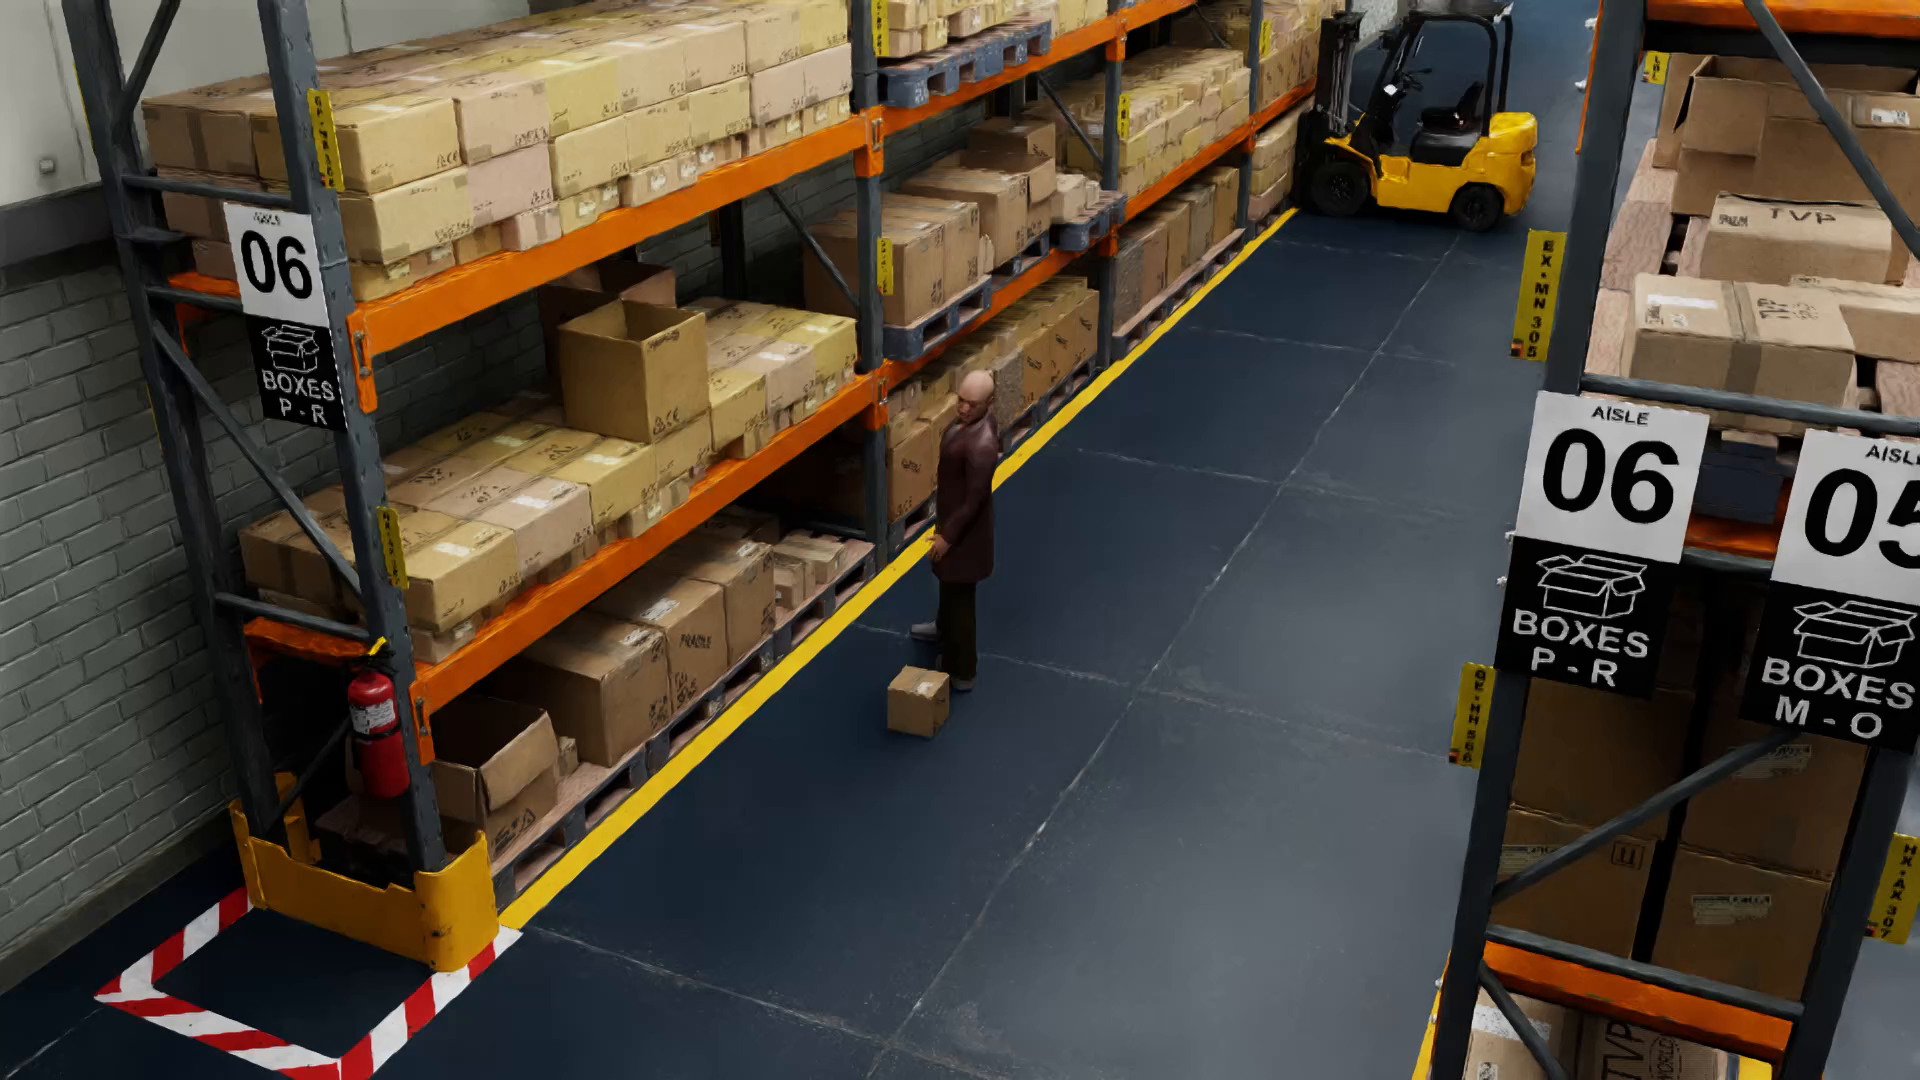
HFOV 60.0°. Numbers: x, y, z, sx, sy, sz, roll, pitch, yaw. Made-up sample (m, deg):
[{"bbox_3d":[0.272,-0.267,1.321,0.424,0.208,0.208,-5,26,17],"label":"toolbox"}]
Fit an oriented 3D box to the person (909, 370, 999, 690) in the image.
[{"bbox_3d":[-0.050,-0.091,8.820,0.534,1.786,0.714,2,26,4],"label":"person"}]
